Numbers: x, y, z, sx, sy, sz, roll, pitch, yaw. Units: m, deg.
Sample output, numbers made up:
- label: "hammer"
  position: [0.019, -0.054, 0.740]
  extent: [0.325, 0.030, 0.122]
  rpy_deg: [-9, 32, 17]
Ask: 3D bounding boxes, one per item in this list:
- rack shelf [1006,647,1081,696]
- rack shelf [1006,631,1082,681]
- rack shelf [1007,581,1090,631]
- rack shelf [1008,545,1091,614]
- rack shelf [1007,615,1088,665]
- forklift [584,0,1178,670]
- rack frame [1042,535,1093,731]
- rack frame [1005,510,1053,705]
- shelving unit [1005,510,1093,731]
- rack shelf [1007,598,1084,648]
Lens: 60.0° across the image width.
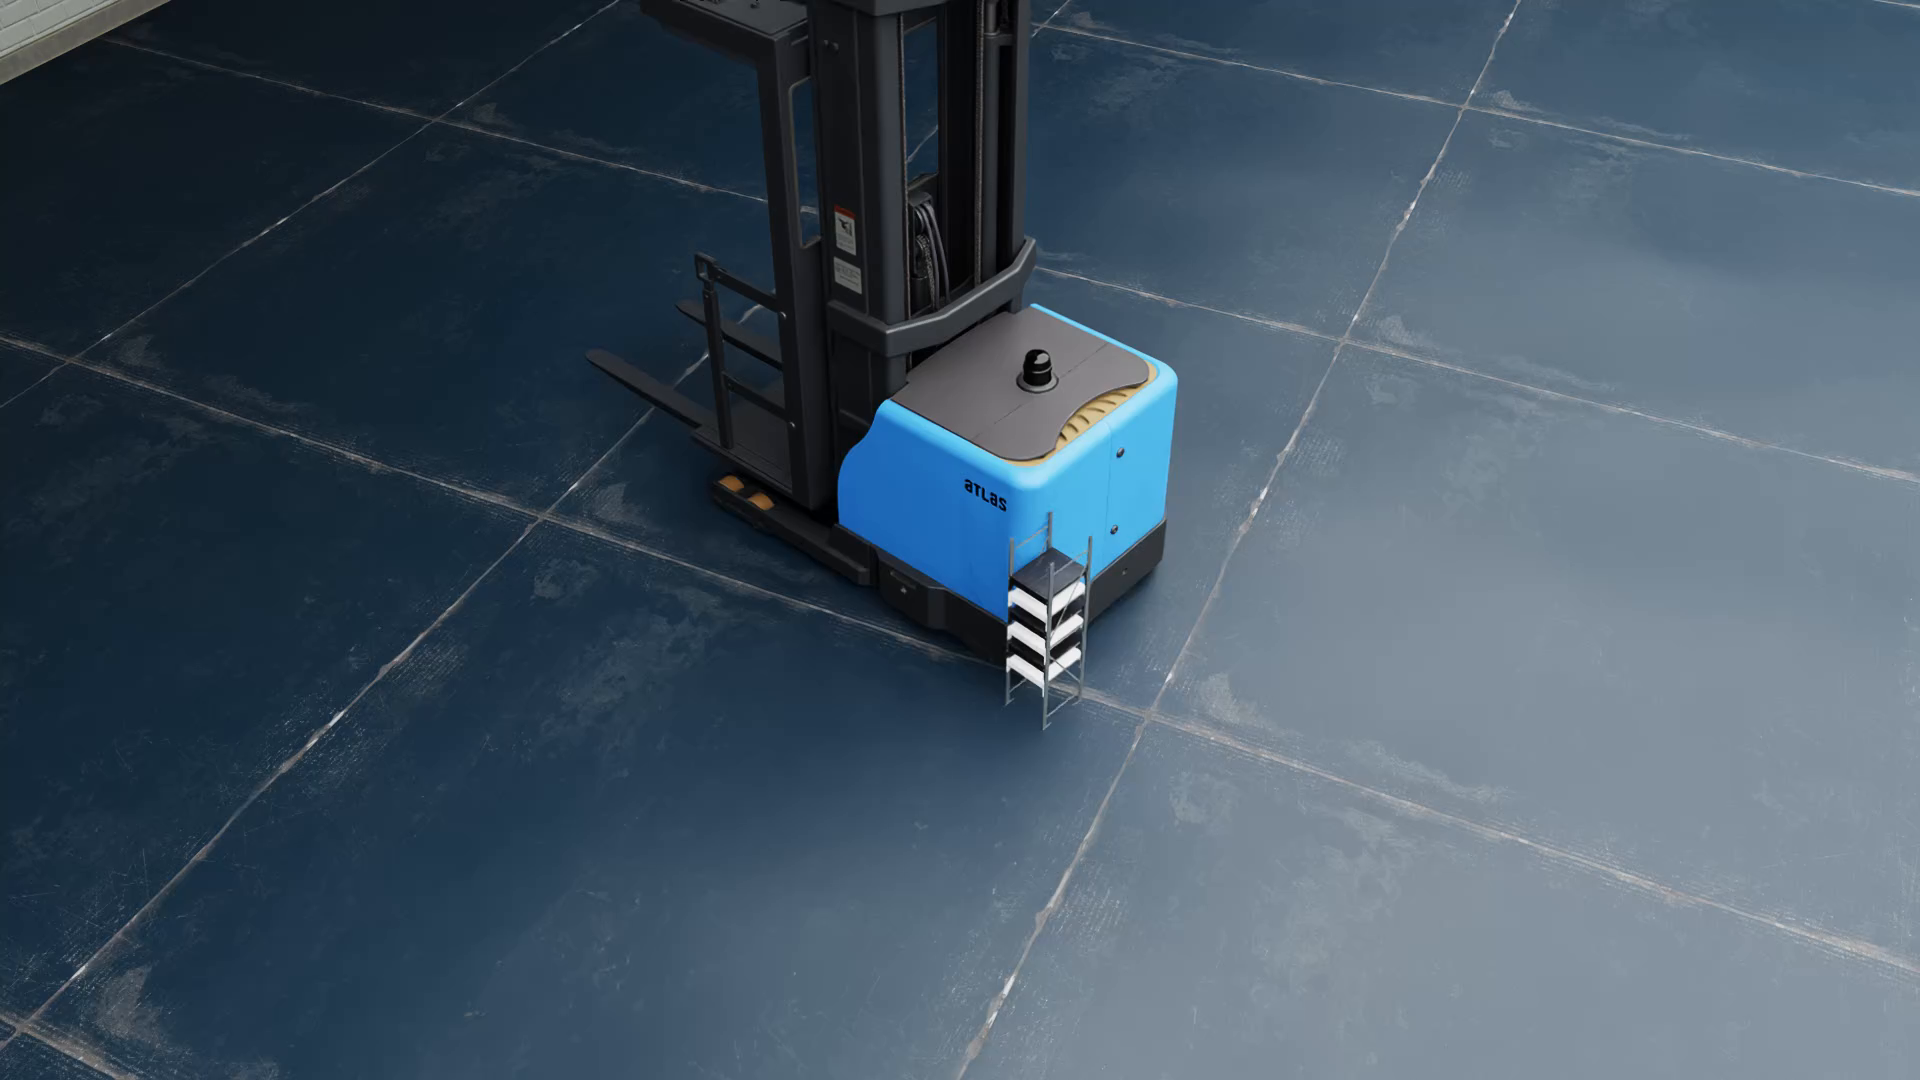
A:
- label: "rack shelf"
  position: [0.345, 0.491, 6.706]
  extent: [0.200, 0.077, 0.258]
  rpy_deg: [33, 50, 32]
- label: "rack shelf"
  position: [0.345, 0.423, 6.647]
  extent: [0.200, 0.077, 0.258]
  rpy_deg: [33, 50, 32]
- label: "rack shelf"
  position: [0.345, 0.219, 6.470]
  extent: [0.200, 0.077, 0.258]
  rpy_deg: [33, 50, 32]
- label: "rack shelf"
  position: [0.345, 0.151, 6.412]
  extent: [0.200, 0.077, 0.258]
  rpy_deg: [33, 50, 32]
- label: "rack shelf"
  position: [0.345, 0.355, 6.588]
  extent: [0.200, 0.077, 0.258]
  rpy_deg: [33, 50, 32]
- label: "forklift"
  position: [-0.534, -1.391, 7.001]
  extent: [3.031, 2.935, 1.130]
  rpy_deg: [30, 49, 30]
- label: "rack frame"
  position: [0.418, 0.376, 6.513]
  extent: [0.006, 0.900, 0.240]
  rpy_deg: [33, 50, 32]
- label: "rack frame"
  position: [0.272, 0.283, 6.620]
  extent: [0.006, 0.900, 0.240]
  rpy_deg: [33, 50, 32]
- label: "shelving unit"
  position: [0.345, 0.330, 6.566]
  extent: [0.210, 0.900, 0.258]
  rpy_deg: [33, 50, 32]
- label: "rack shelf"
  position: [0.345, 0.287, 6.529]
  extent: [0.200, 0.077, 0.258]
  rpy_deg: [33, 50, 32]
